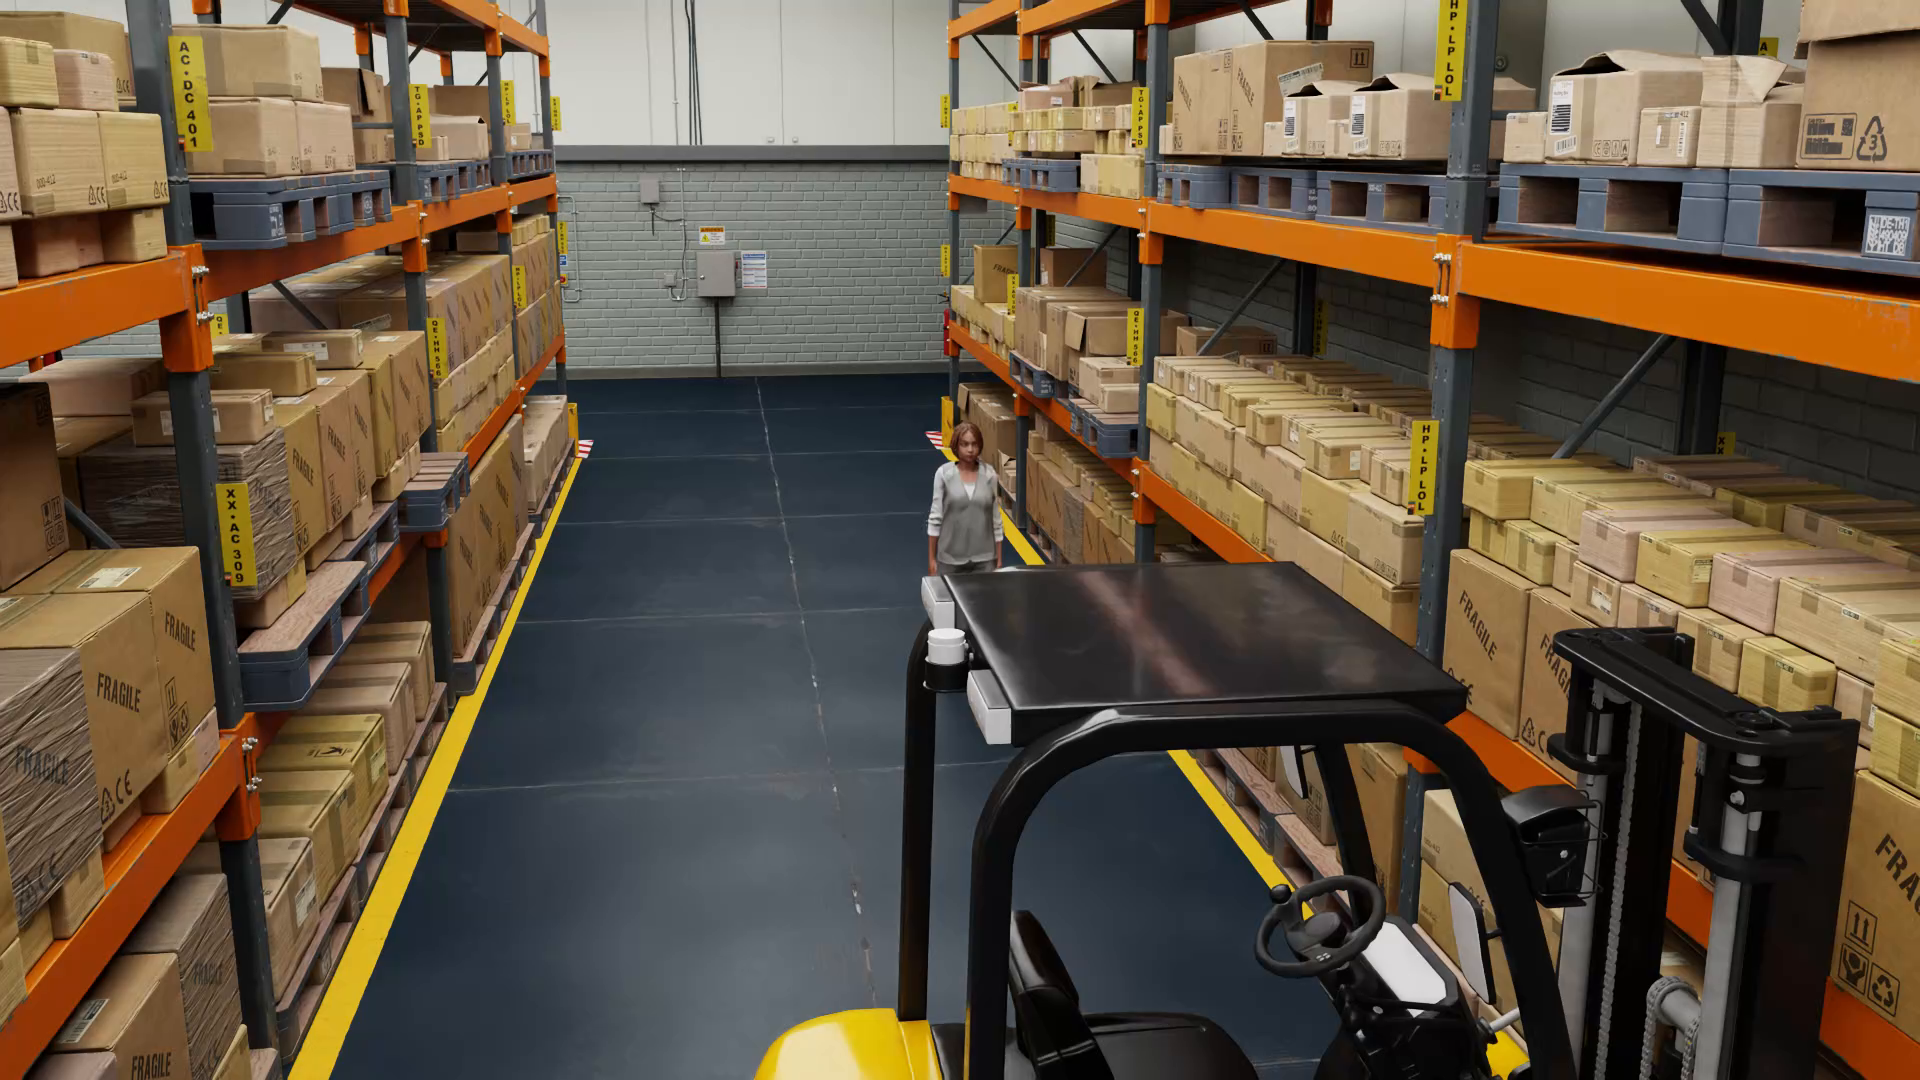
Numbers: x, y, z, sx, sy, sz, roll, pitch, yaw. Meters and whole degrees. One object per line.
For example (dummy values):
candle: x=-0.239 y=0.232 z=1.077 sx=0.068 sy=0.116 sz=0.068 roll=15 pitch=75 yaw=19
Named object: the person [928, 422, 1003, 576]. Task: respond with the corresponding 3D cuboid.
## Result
person: x=0.038 y=0.119 z=9.471 sx=0.433 sy=1.592 sz=0.639 roll=-2 pitch=14 yaw=-8
